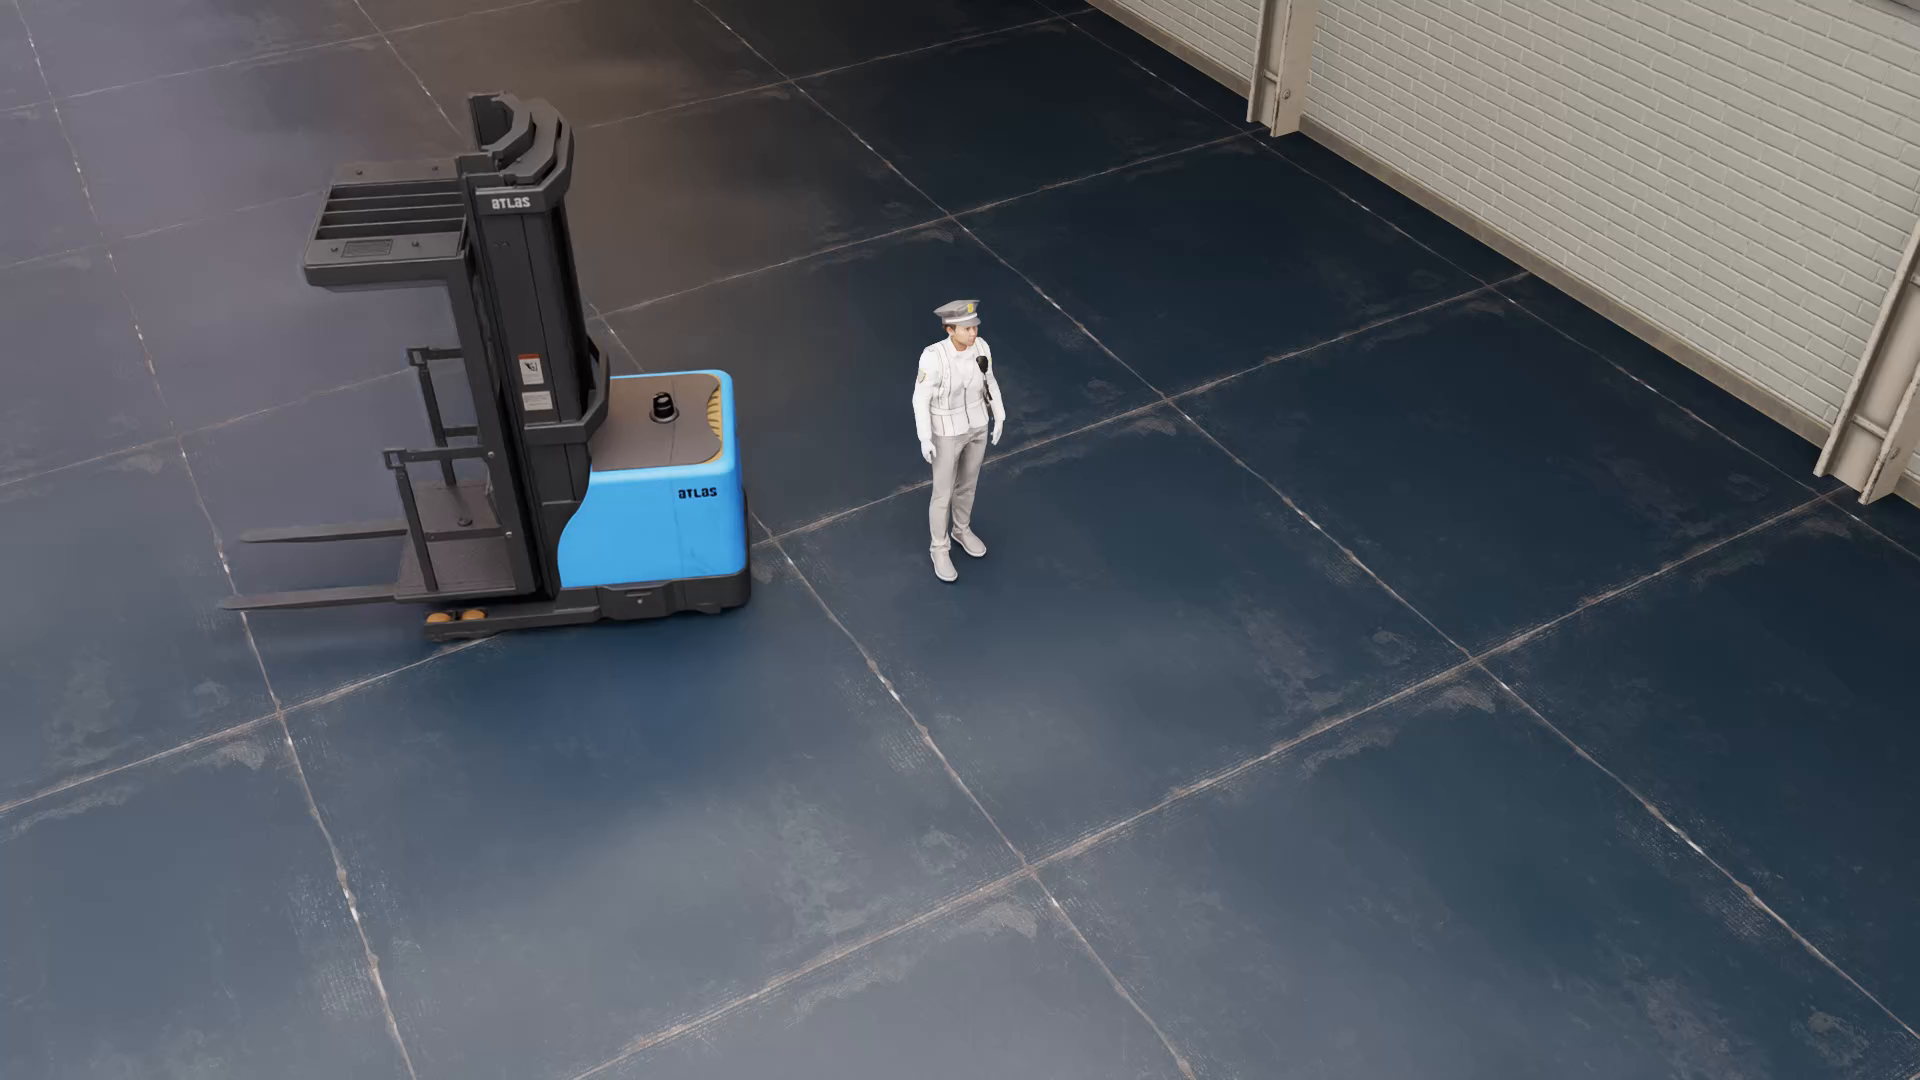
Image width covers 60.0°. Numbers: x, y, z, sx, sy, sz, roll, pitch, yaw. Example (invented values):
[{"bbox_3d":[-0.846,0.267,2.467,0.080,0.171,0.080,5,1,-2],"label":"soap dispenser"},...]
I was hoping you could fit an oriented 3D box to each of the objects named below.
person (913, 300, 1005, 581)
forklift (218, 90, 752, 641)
[{"bbox_3d":[0.028,-0.619,9.739,0.588,1.696,0.533,-20,44,-23],"label":"person"},{"bbox_3d":[-2.790,-0.902,9.124,3.031,2.935,1.130,-5,40,-6],"label":"forklift"}]
